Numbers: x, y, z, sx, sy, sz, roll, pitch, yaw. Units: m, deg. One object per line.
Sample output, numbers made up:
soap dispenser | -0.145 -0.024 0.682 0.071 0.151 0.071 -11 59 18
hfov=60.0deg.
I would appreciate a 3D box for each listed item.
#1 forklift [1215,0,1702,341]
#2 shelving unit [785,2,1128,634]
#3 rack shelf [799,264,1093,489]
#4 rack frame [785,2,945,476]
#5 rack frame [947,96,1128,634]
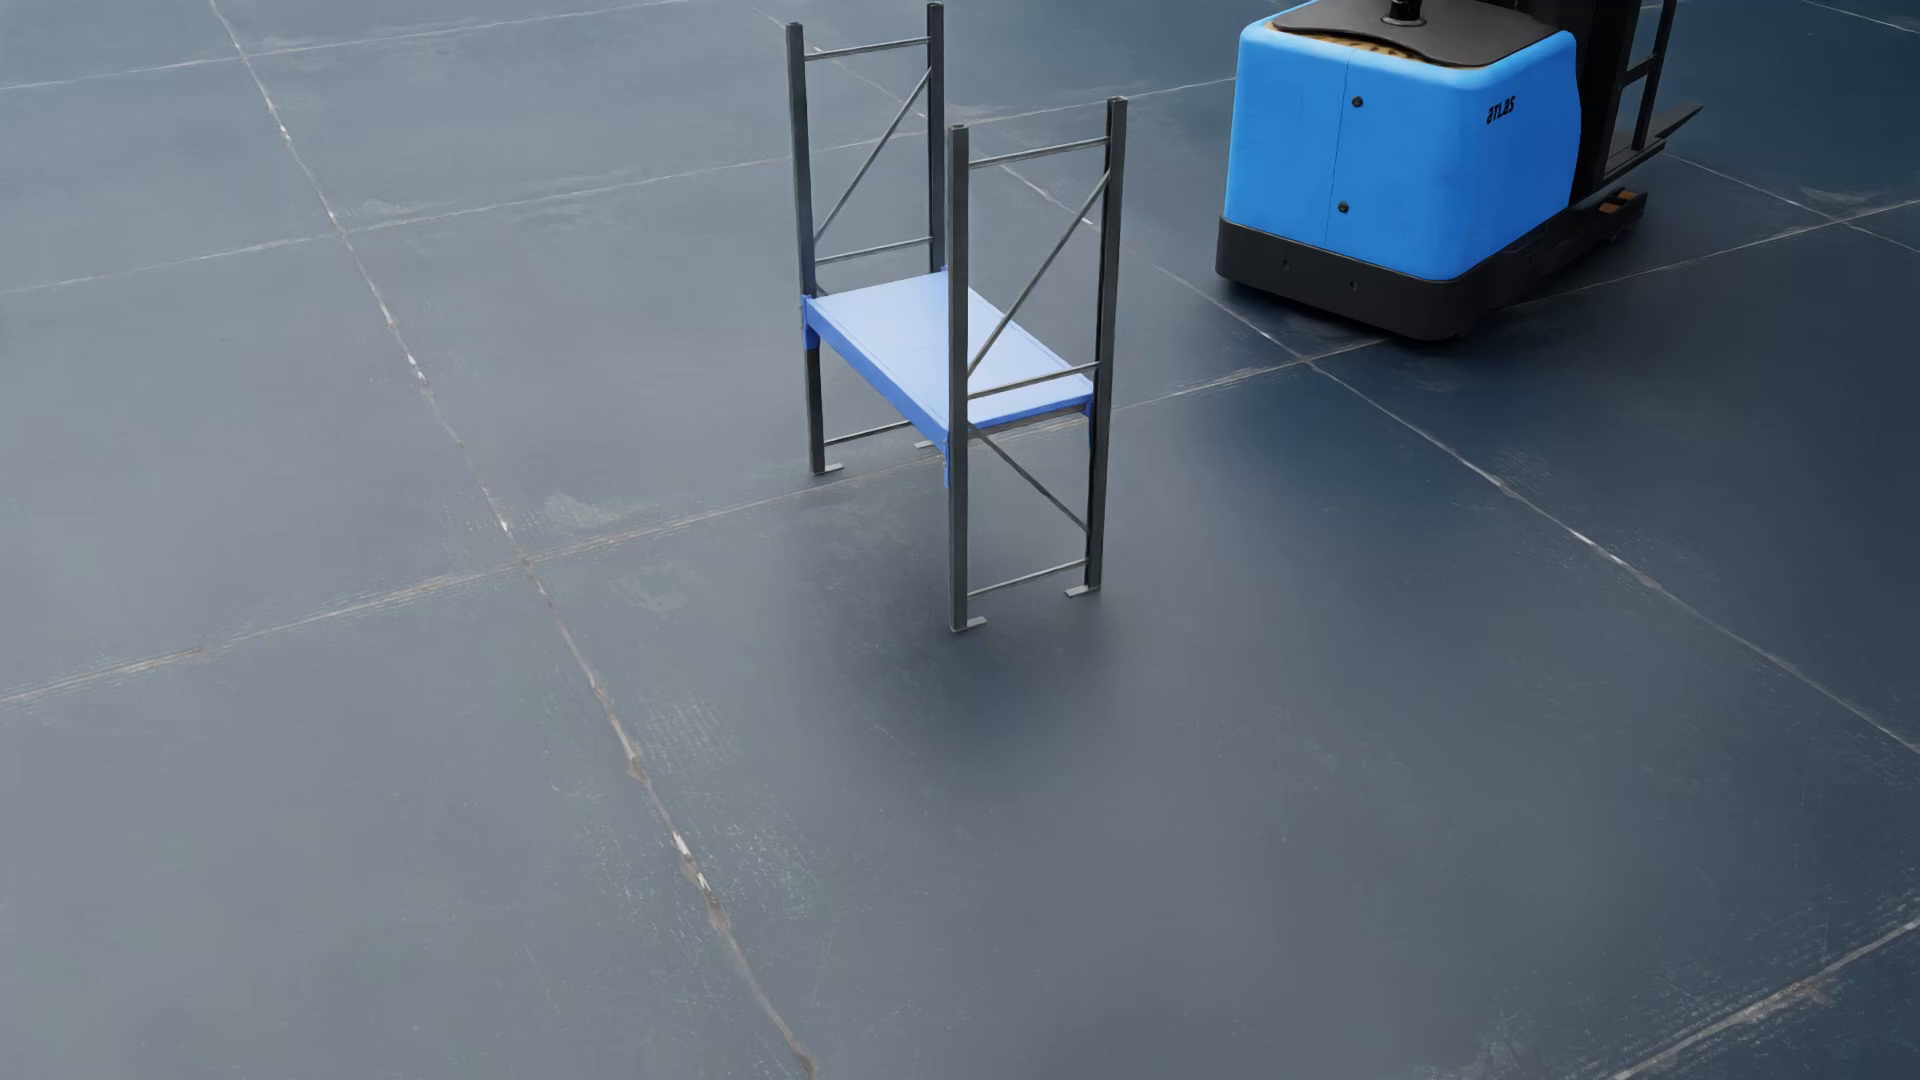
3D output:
forklift | 2.403 -2.702 6.751 1.130 2.935 3.031 25 41 34
shelving unit | -0.040 -0.672 4.909 0.538 1.500 1.048 -16 36 -23
rack shelf | -0.040 -0.521 5.006 0.538 0.185 1.000 -16 36 -23
rack frame | -0.277 -0.915 5.288 0.500 1.500 0.032 -16 36 -23
rack frame | 0.197 -0.430 4.530 0.500 1.500 0.032 -16 36 -23
